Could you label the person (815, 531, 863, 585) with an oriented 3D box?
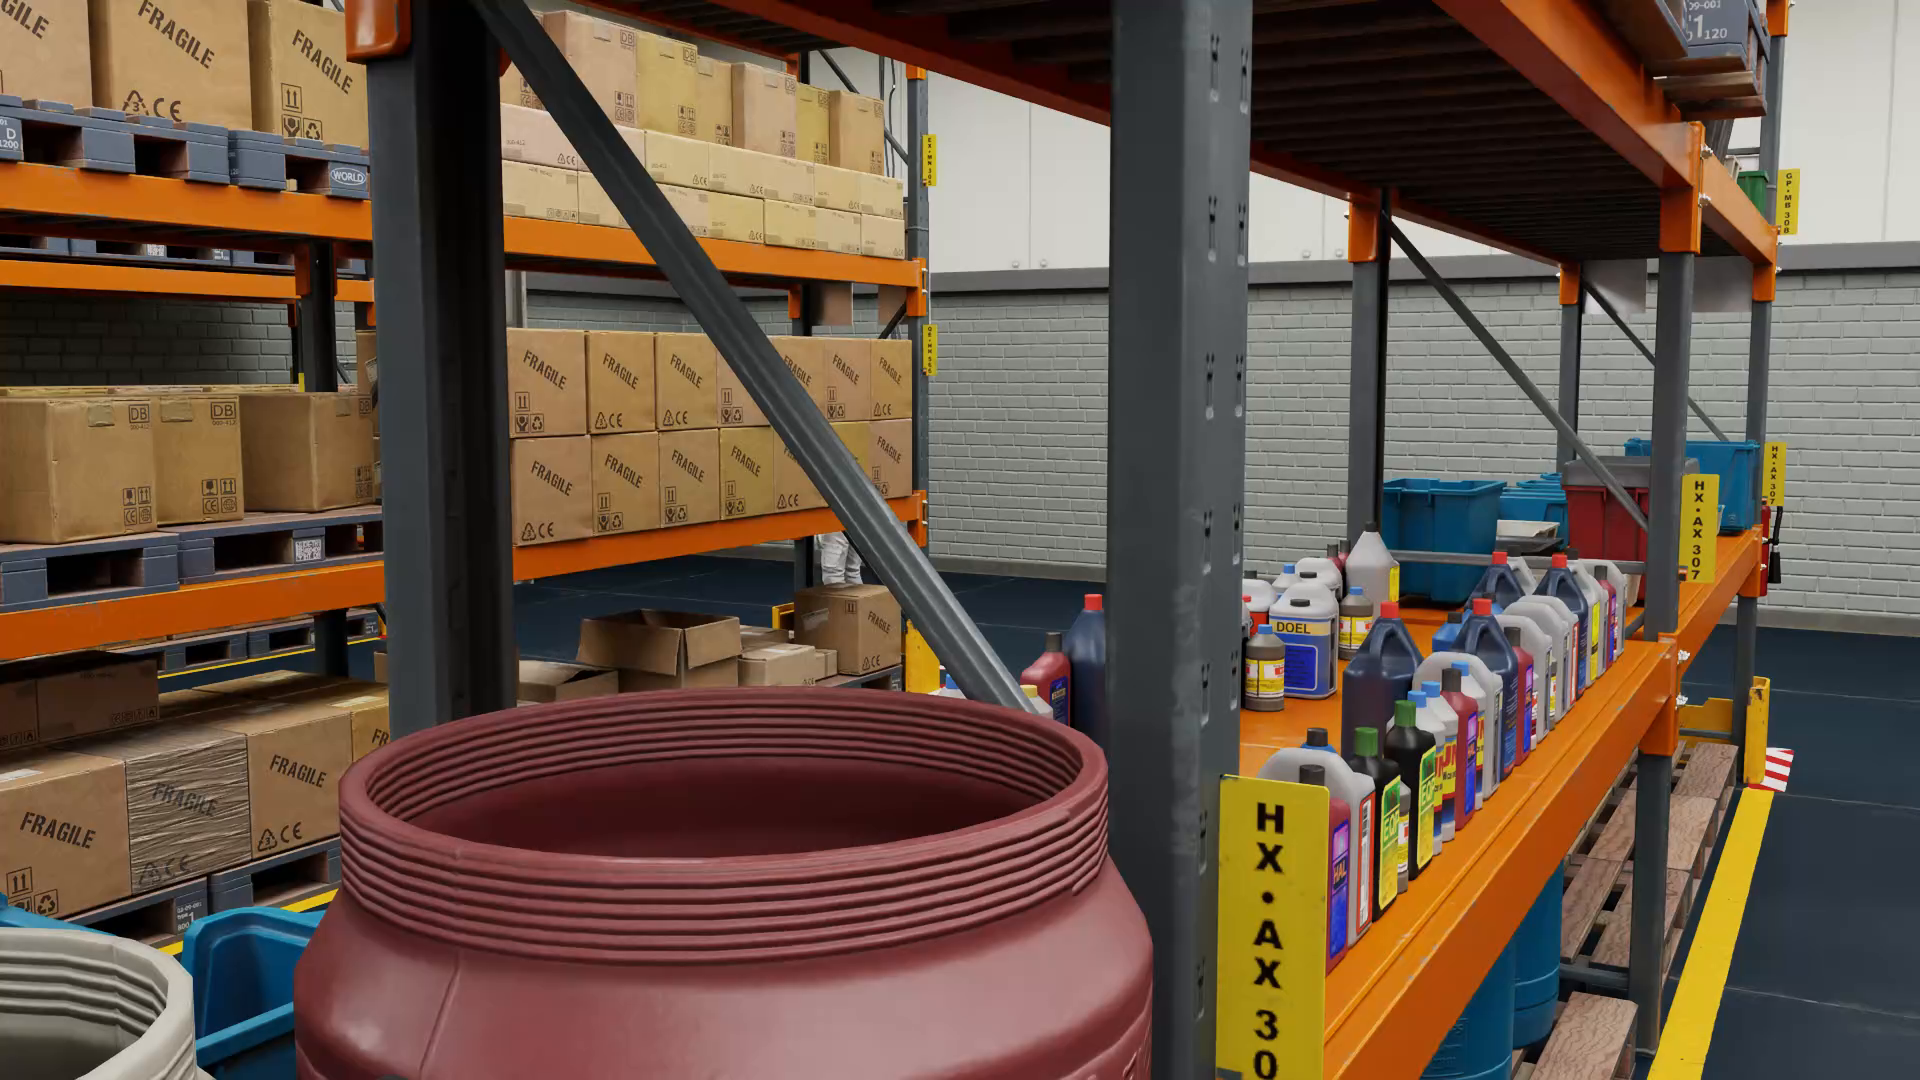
[{"bbox_3d":[-0.942,-0.104,13.033,0.455,1.776,0.618,3,7,27],"label":"person"}]
